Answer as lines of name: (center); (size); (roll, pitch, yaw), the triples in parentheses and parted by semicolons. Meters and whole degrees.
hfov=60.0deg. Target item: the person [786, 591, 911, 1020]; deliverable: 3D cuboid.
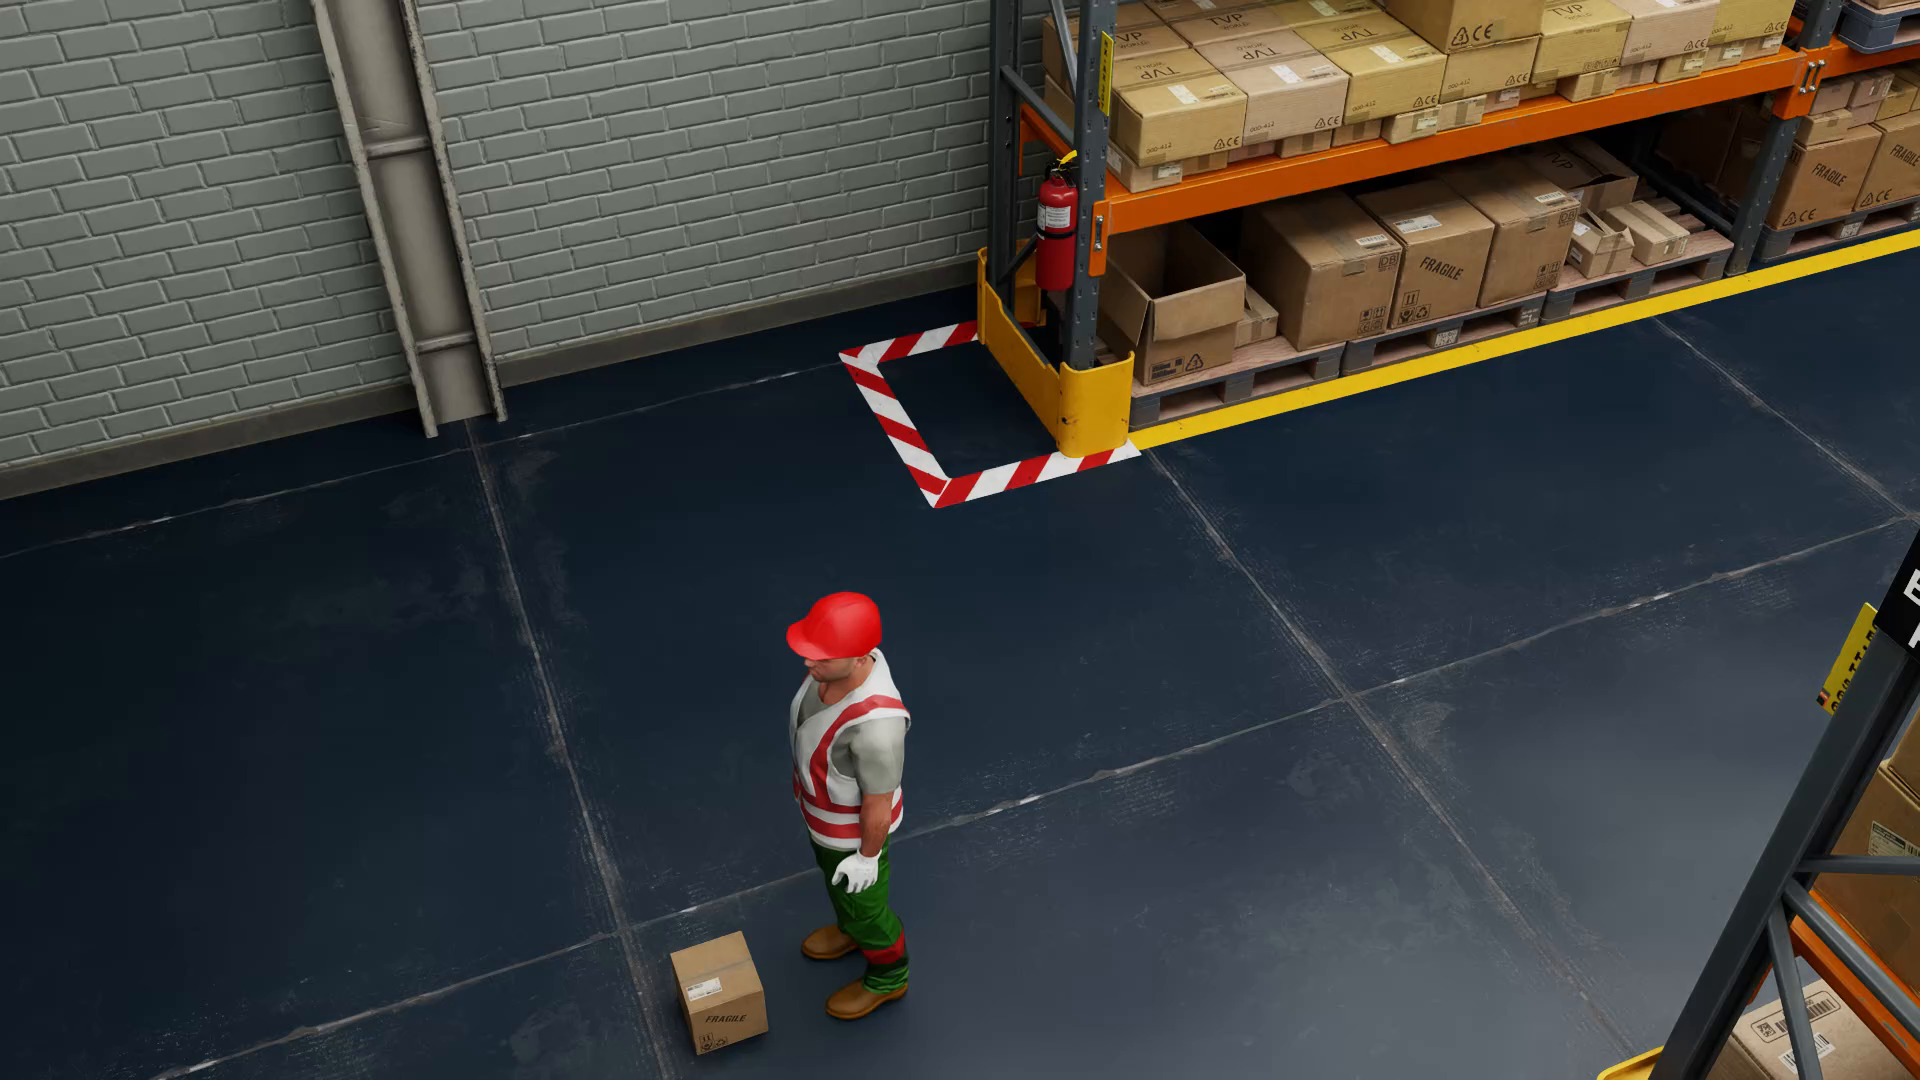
person: (-0.346, 0.836, 5.193); (0.335, 1.785, 0.524); (-14, 43, -16)
